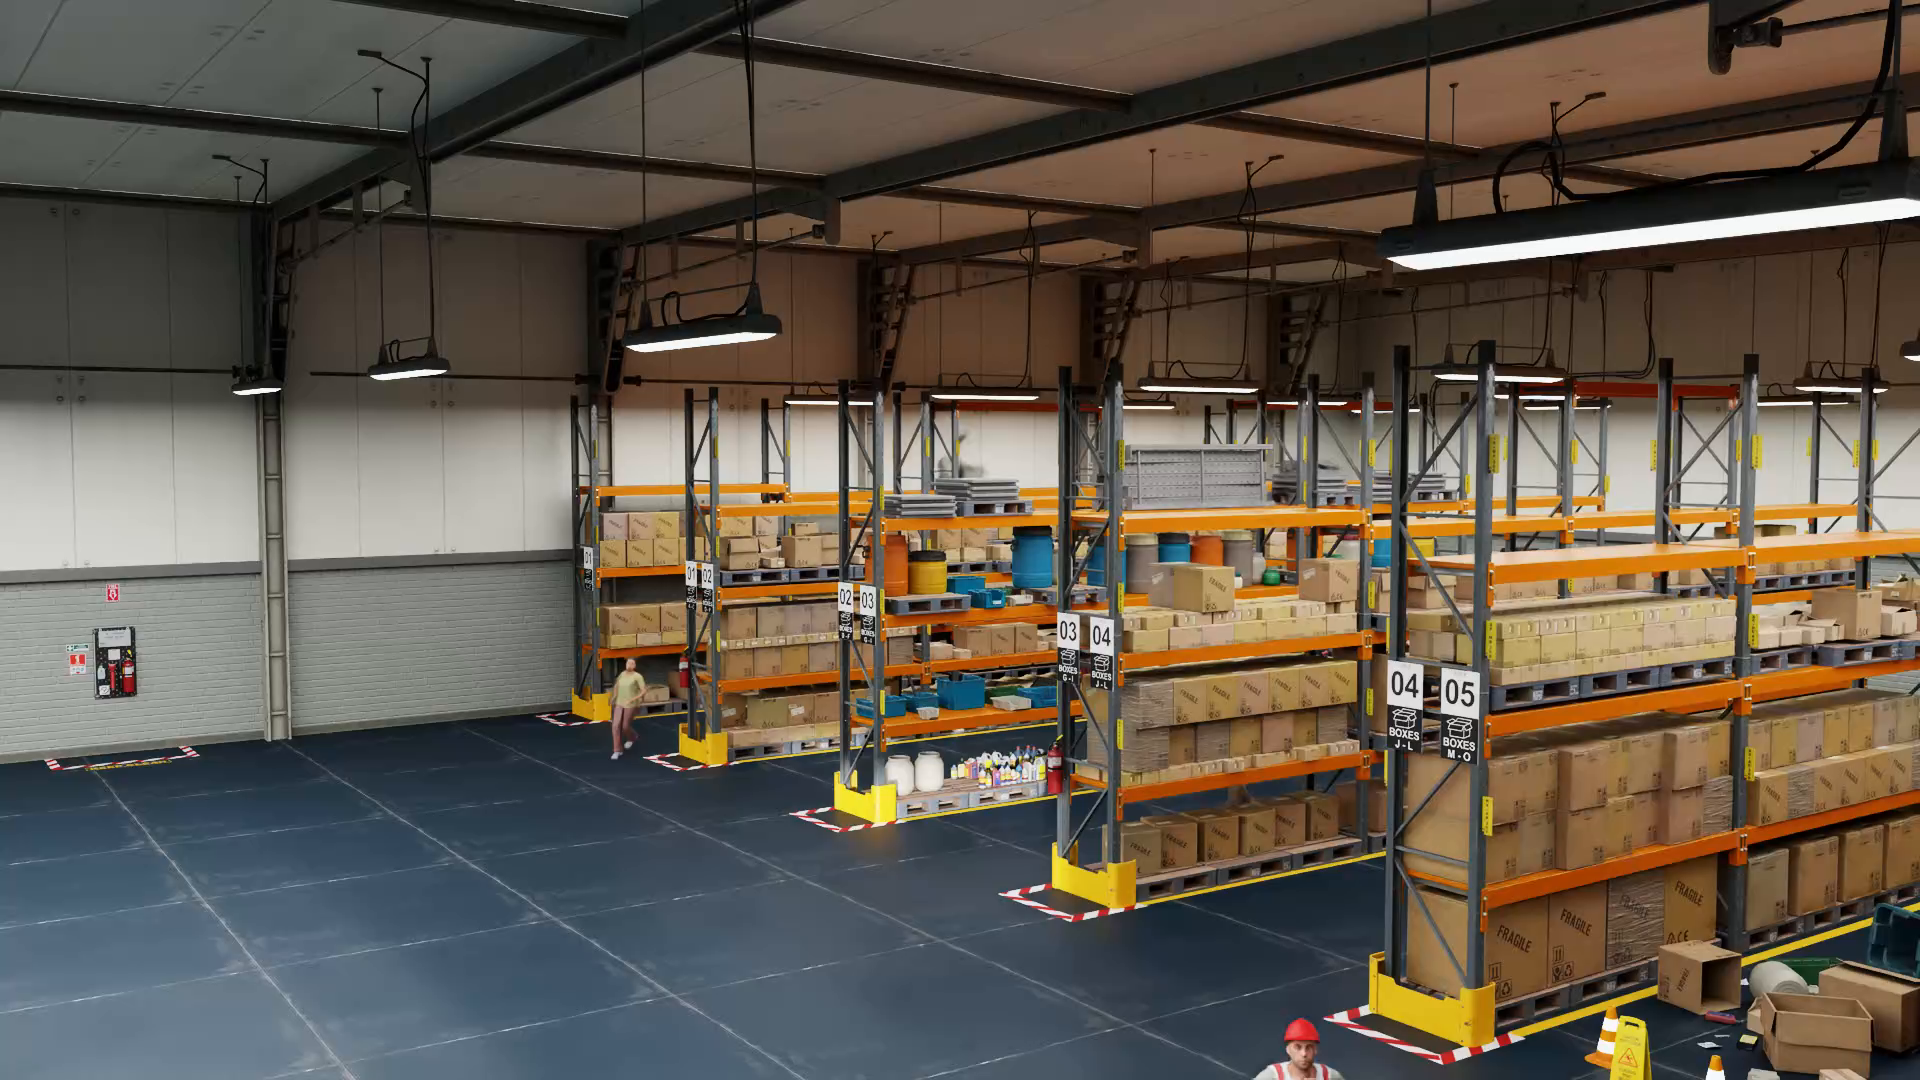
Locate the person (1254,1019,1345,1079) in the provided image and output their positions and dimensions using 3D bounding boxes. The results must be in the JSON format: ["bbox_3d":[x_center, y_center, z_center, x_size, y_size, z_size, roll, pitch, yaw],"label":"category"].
[{"bbox_3d":[1.992,3.681,9.771,0.667,1.763,0.860,0,3,1],"label":"person"}]

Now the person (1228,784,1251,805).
[{"bbox_3d":[3.693,2.969,22.260,0.866,1.786,0.603,-3,4,-40],"label":"person"}]

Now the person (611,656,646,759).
[{"bbox_3d":[-5.401,2.719,27.199,0.611,1.658,0.749,1,4,16],"label":"person"}]
